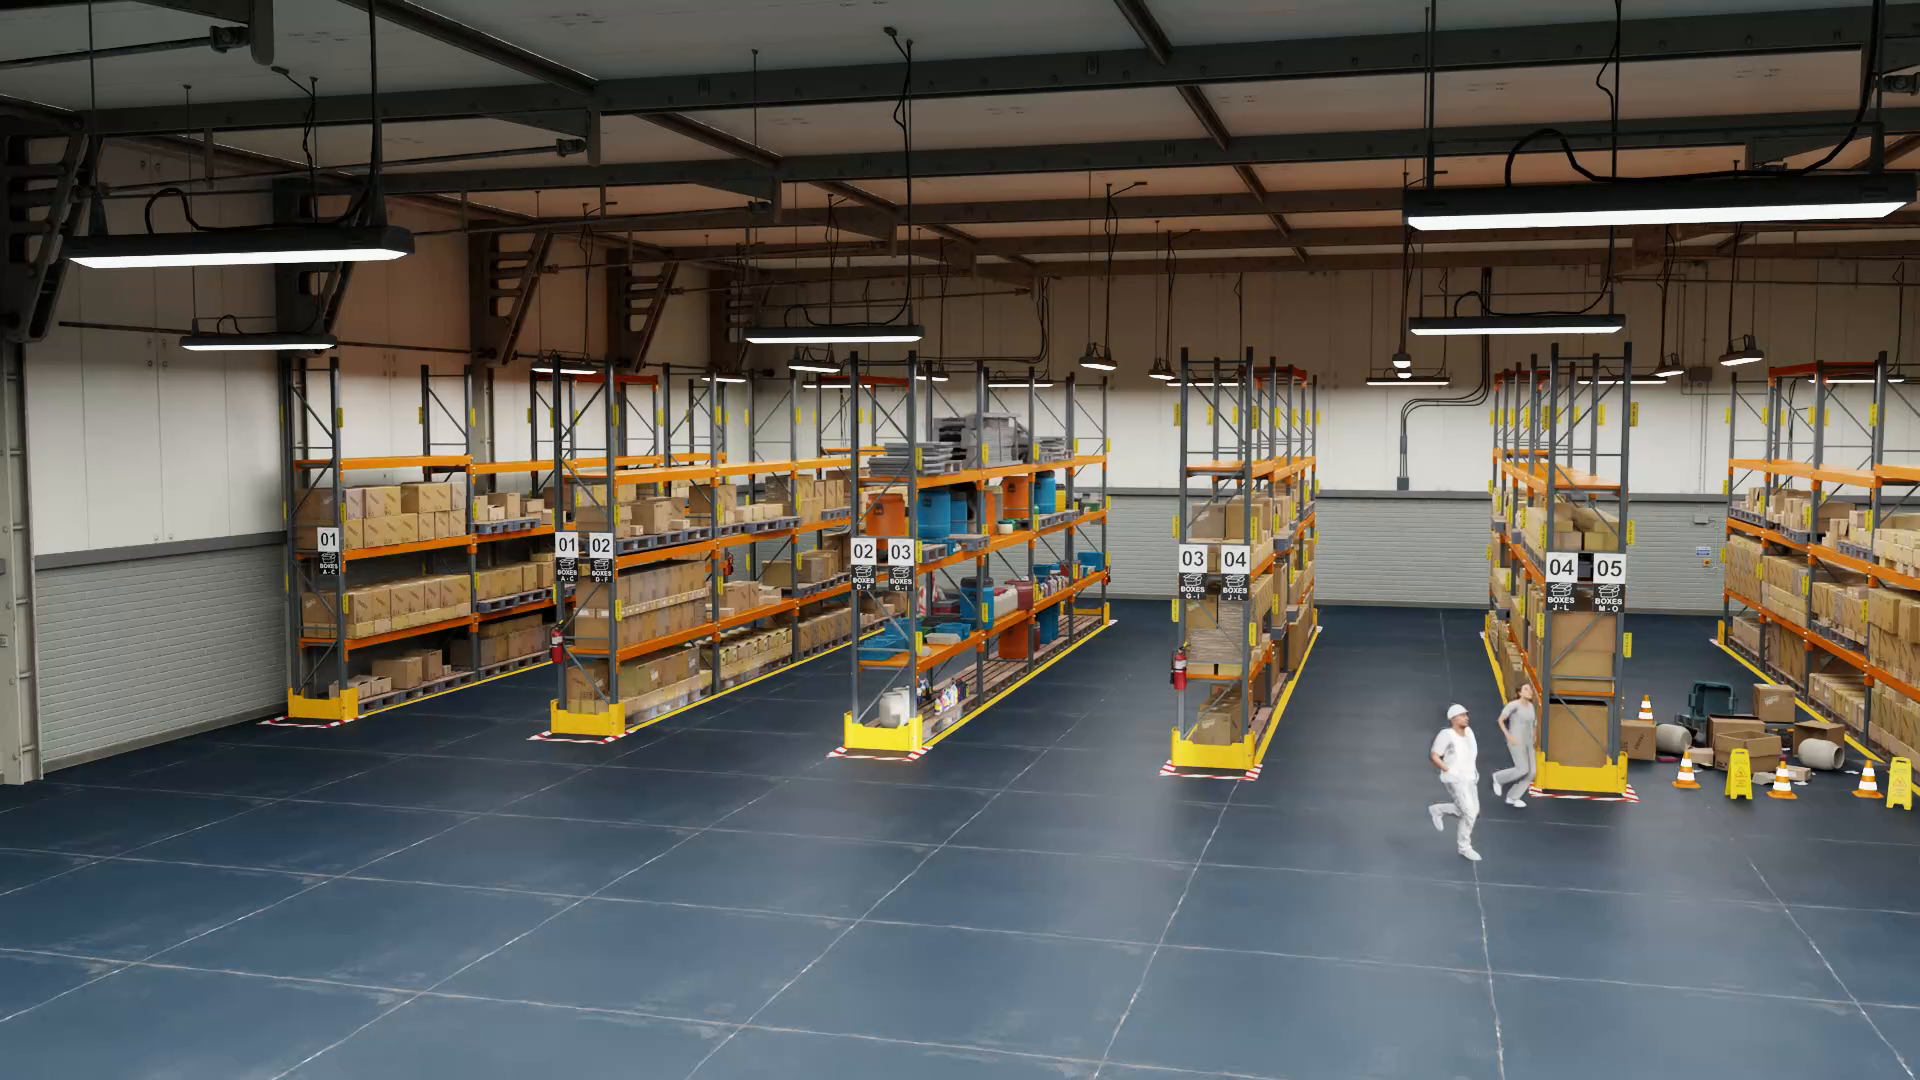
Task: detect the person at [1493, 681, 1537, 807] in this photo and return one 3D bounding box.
[{"bbox_3d":[7.222,2.619,21.503,0.581,1.596,0.551,-2,5,-30],"label":"person"}]

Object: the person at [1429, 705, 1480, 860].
[{"bbox_3d":[5.682,2.748,19.102,0.698,1.736,0.732,-4,6,-42],"label":"person"}]

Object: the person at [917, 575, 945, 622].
[{"bbox_3d":[-0.632,1.466,33.953,0.656,1.595,0.621,0,4,7],"label":"person"}]
